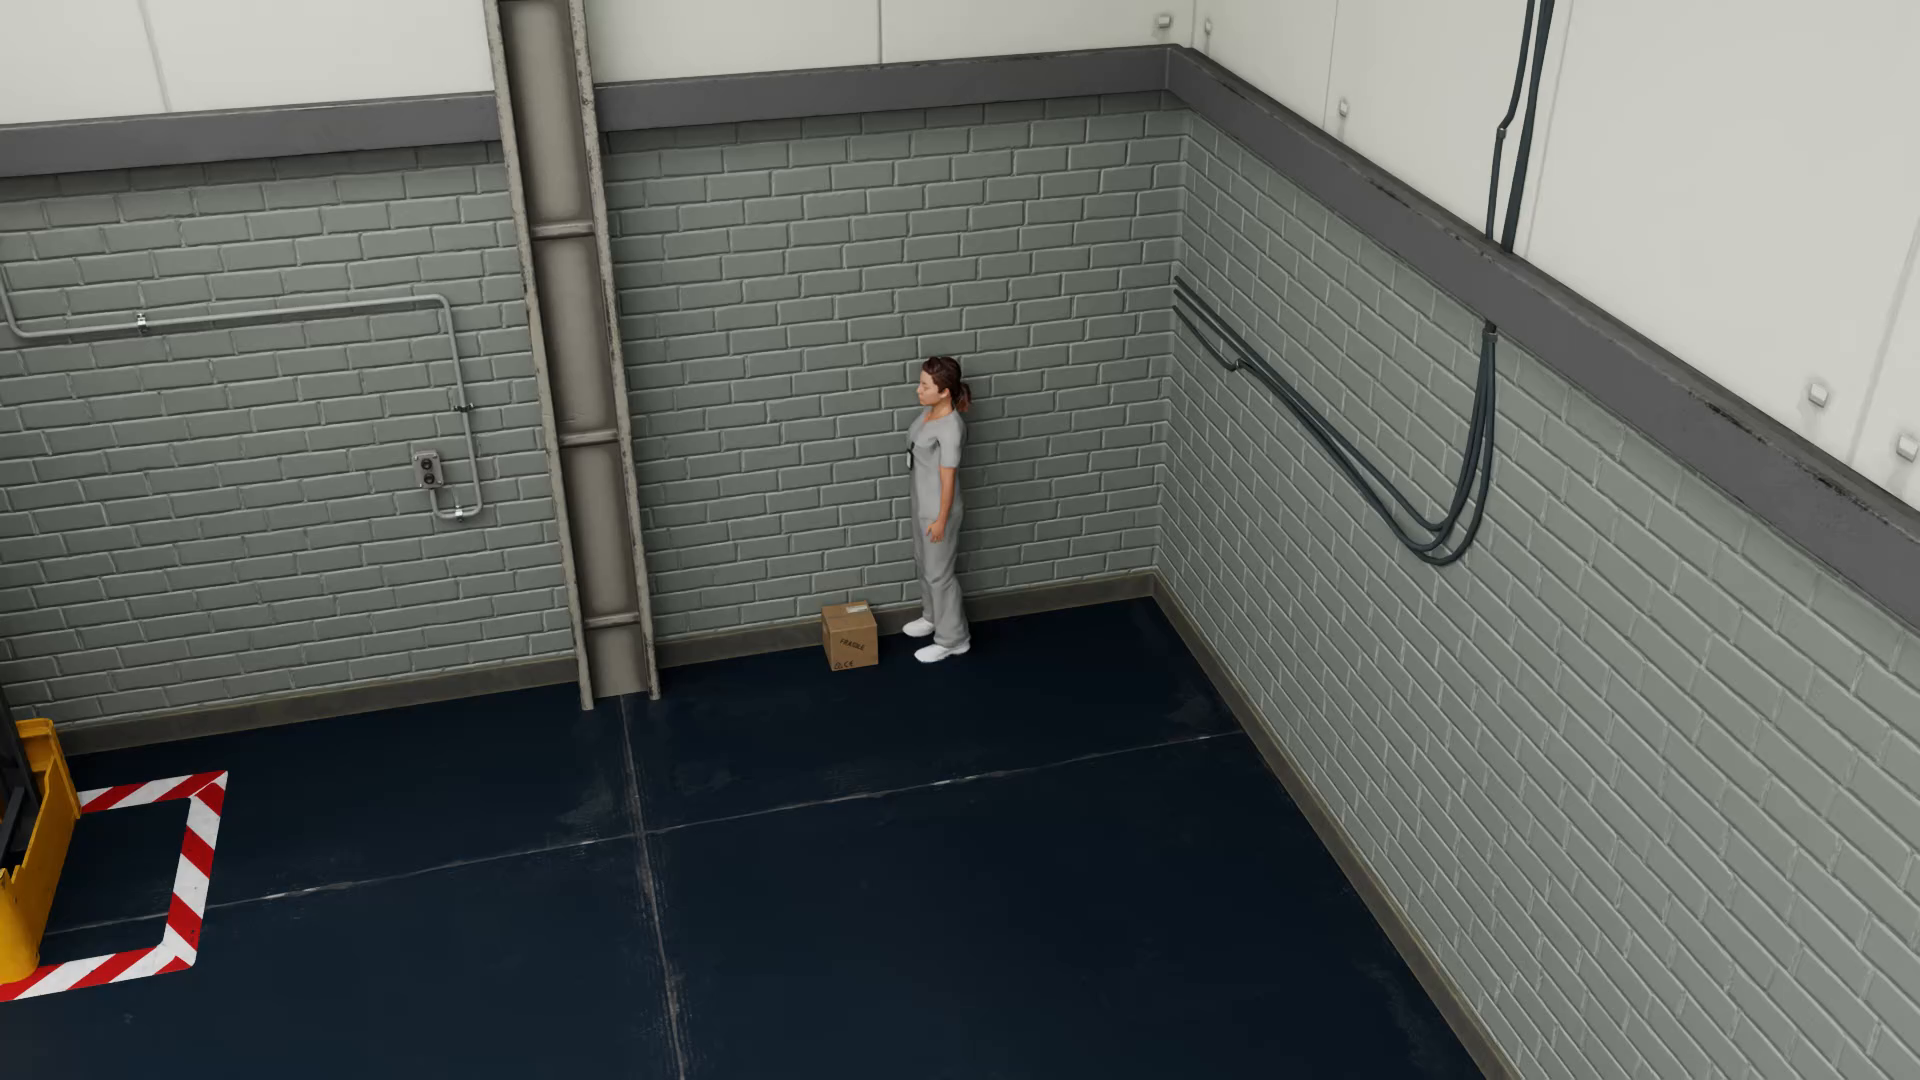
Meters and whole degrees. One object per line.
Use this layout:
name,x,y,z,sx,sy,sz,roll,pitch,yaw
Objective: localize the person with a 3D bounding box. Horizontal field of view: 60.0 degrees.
person,-0.107,-0.165,8.532,0.358,1.674,0.435,-7,31,-12
